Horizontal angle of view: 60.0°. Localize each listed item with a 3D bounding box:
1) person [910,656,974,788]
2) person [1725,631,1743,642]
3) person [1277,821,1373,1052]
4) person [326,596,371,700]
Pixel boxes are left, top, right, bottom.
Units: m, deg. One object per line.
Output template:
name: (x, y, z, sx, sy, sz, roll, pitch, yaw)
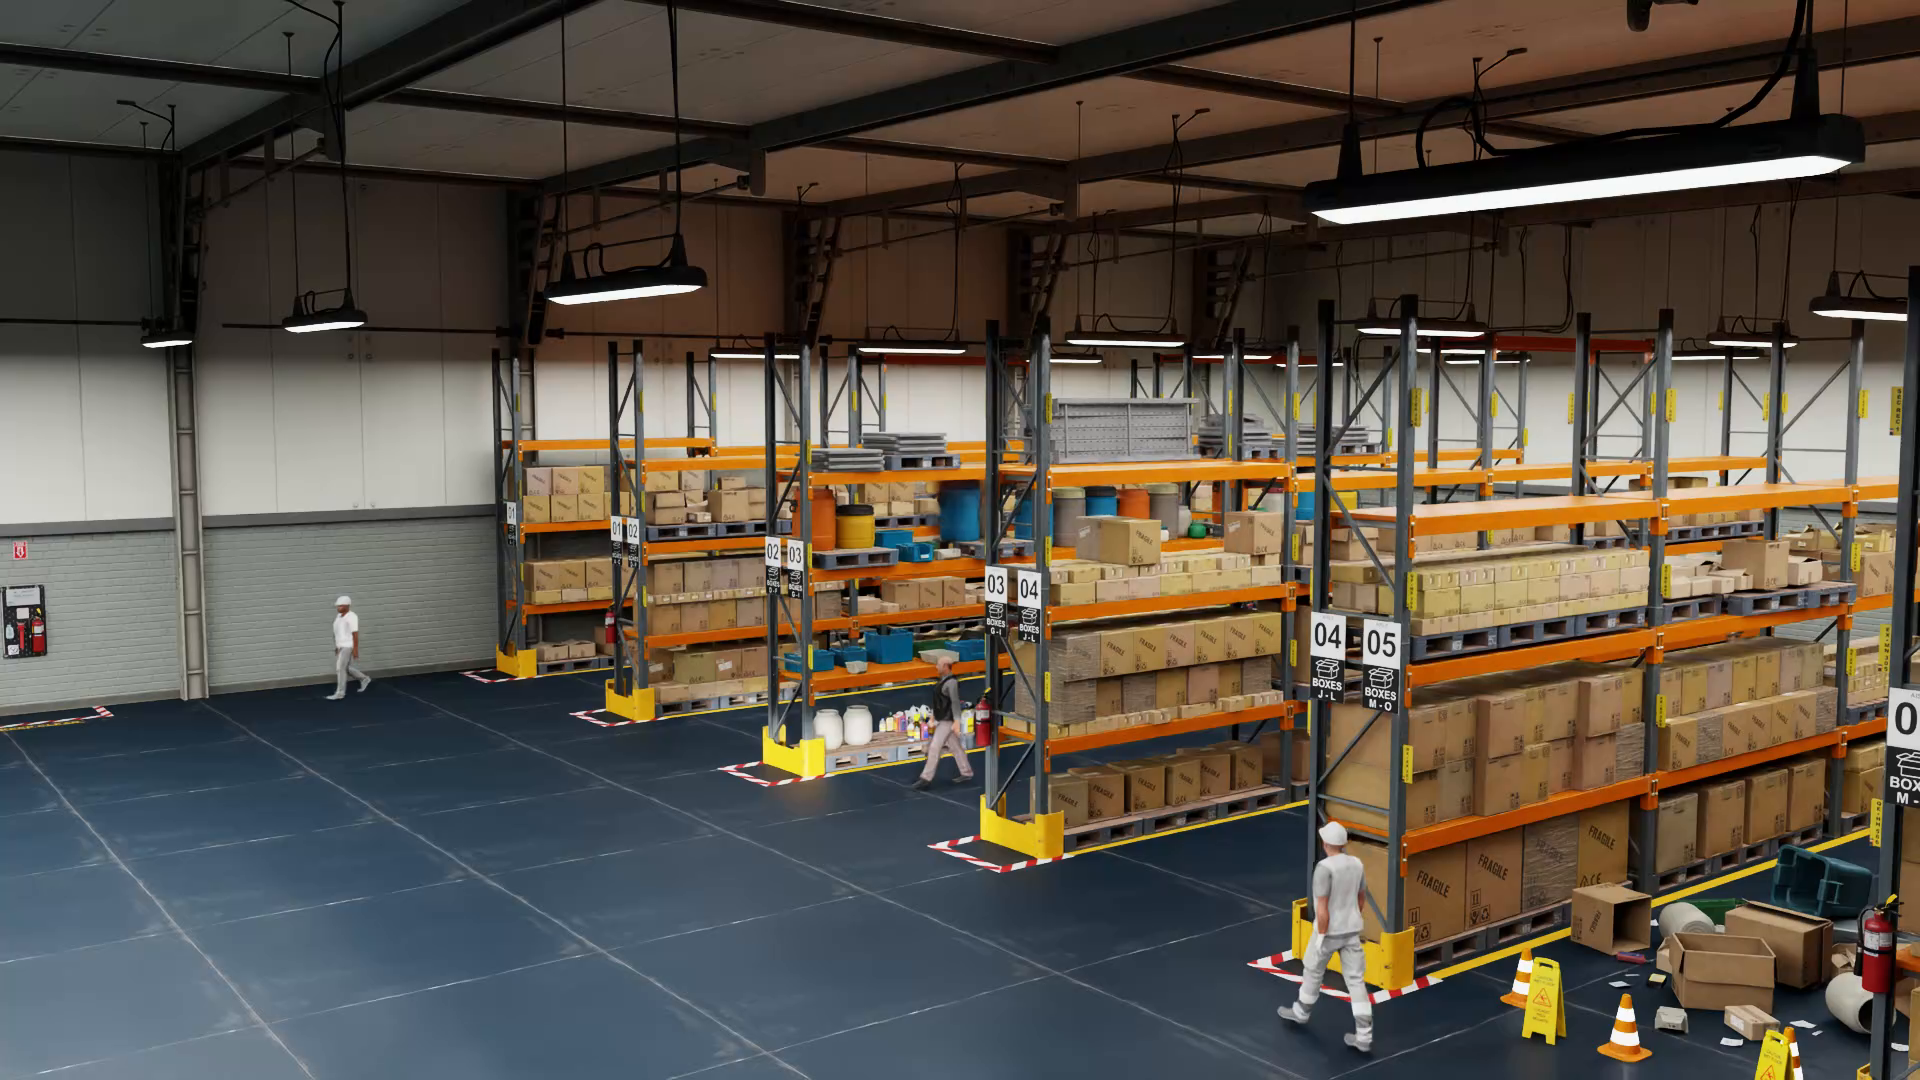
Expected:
person: (-0.249, 2.376, 21.931, 0.886, 1.679, 0.575, -1, 5, -8)
person: (11.745, 2.112, 25.291, 1.049, 1.621, 0.522, -4, 6, -37)
person: (2.979, 3.104, 13.323, 0.584, 1.723, 0.994, -2, 5, -23)
person: (-10.422, 1.812, 28.291, 0.866, 1.748, 0.584, -5, 7, -42)
